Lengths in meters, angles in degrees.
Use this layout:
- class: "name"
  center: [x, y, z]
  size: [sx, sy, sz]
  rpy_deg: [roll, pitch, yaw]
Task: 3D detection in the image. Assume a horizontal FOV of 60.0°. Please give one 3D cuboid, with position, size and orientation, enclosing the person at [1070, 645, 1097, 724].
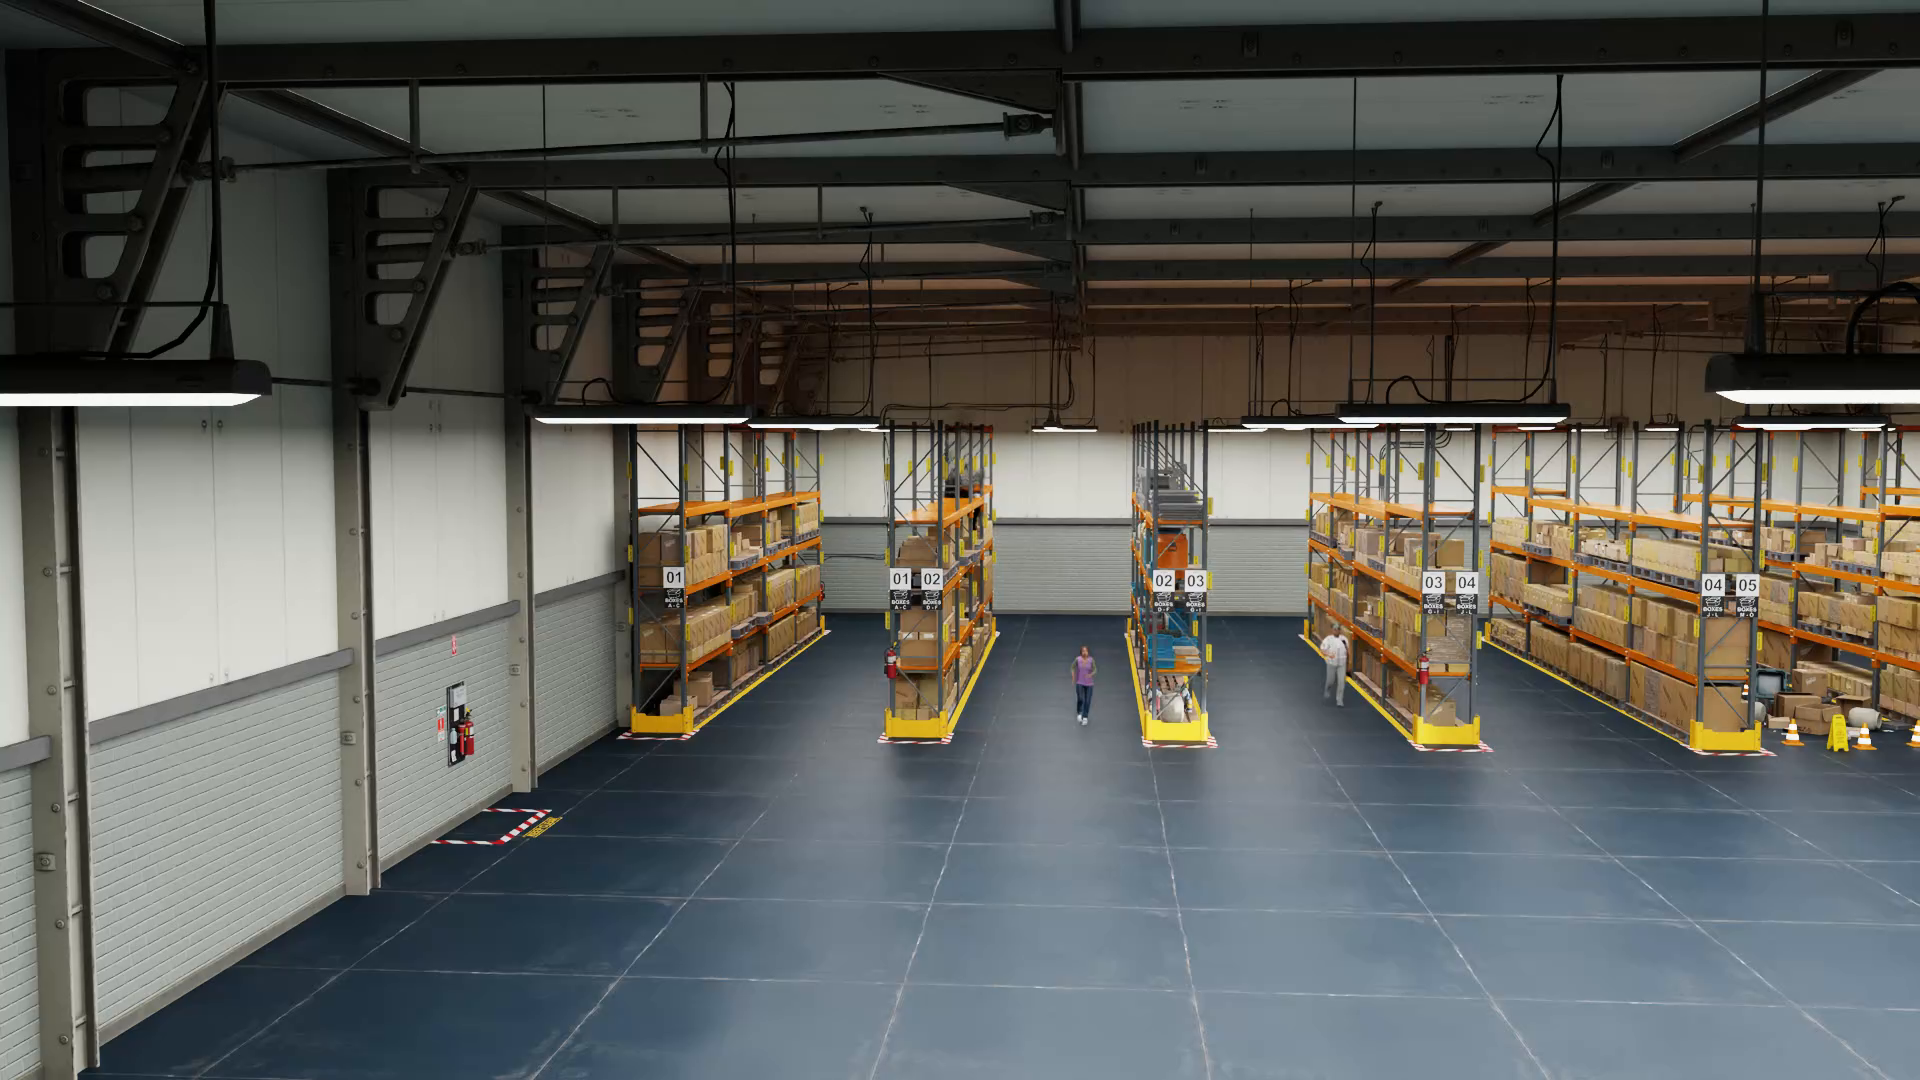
- class: "person"
  center: [2.435, 2.853, 32.696]
  size: [0.513, 1.565, 0.621]
  rpy_deg: [0, 4, -1]

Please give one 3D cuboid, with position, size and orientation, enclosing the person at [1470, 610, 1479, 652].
- class: "person"
  center: [13.334, 2.180, 43.430]
  size: [0.516, 1.594, 0.614]
  rpy_deg: [0, 4, 2]

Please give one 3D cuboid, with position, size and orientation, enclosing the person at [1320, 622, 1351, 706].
- class: "person"
  center: [7.992, 2.613, 35.313]
  size: [0.674, 1.746, 0.817]
  rpy_deg: [0, 4, 0]
